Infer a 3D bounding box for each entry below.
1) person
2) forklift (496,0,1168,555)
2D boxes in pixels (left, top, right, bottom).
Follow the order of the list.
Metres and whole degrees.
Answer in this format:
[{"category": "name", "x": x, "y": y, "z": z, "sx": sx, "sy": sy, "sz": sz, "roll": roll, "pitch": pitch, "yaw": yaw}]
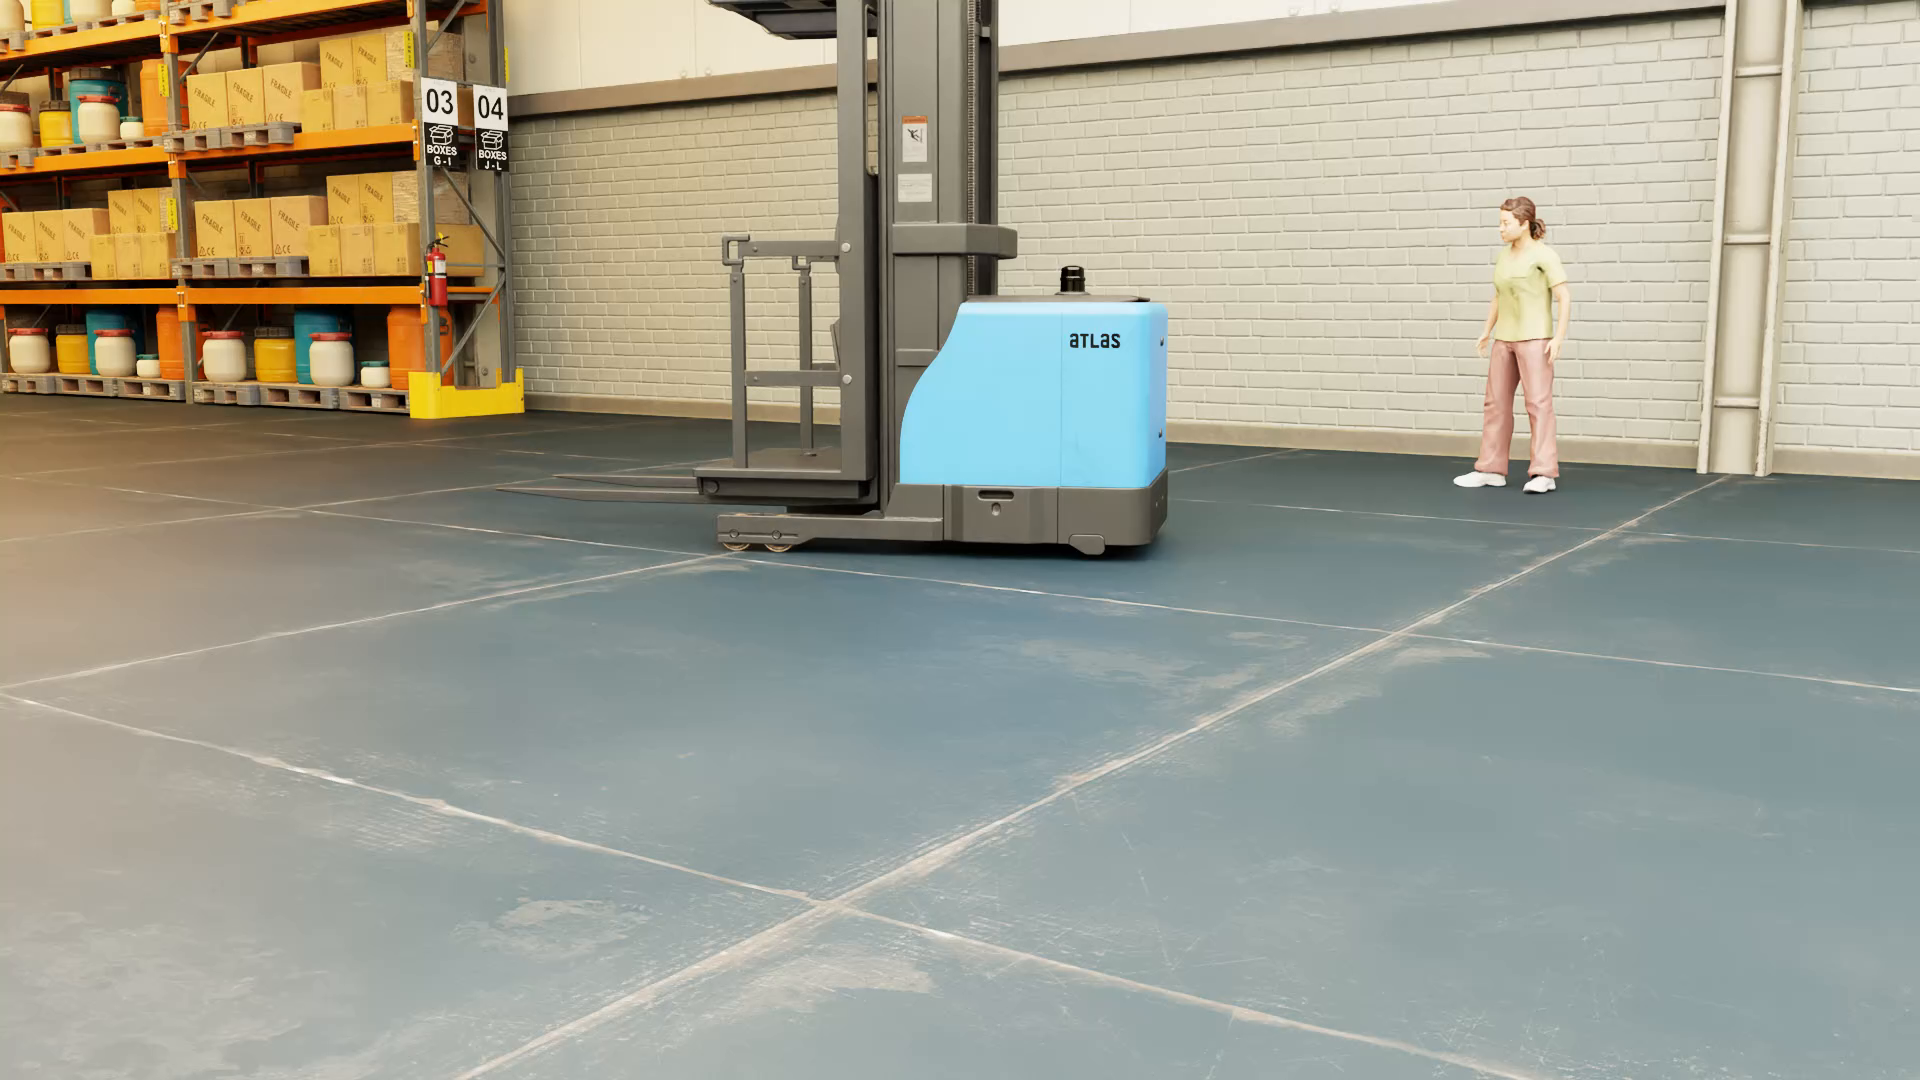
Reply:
[{"category": "person", "x": 3.222, "y": -1.129, "z": 9.610, "sx": 0.402, "sy": 1.678, "sz": 0.593, "roll": -4, "pitch": 9, "yaw": -29}, {"category": "forklift", "x": -0.596, "y": -1.469, "z": 7.520, "sx": 3.031, "sy": 2.935, "sz": 1.130, "roll": 2, "pitch": 8, "yaw": 12}]
